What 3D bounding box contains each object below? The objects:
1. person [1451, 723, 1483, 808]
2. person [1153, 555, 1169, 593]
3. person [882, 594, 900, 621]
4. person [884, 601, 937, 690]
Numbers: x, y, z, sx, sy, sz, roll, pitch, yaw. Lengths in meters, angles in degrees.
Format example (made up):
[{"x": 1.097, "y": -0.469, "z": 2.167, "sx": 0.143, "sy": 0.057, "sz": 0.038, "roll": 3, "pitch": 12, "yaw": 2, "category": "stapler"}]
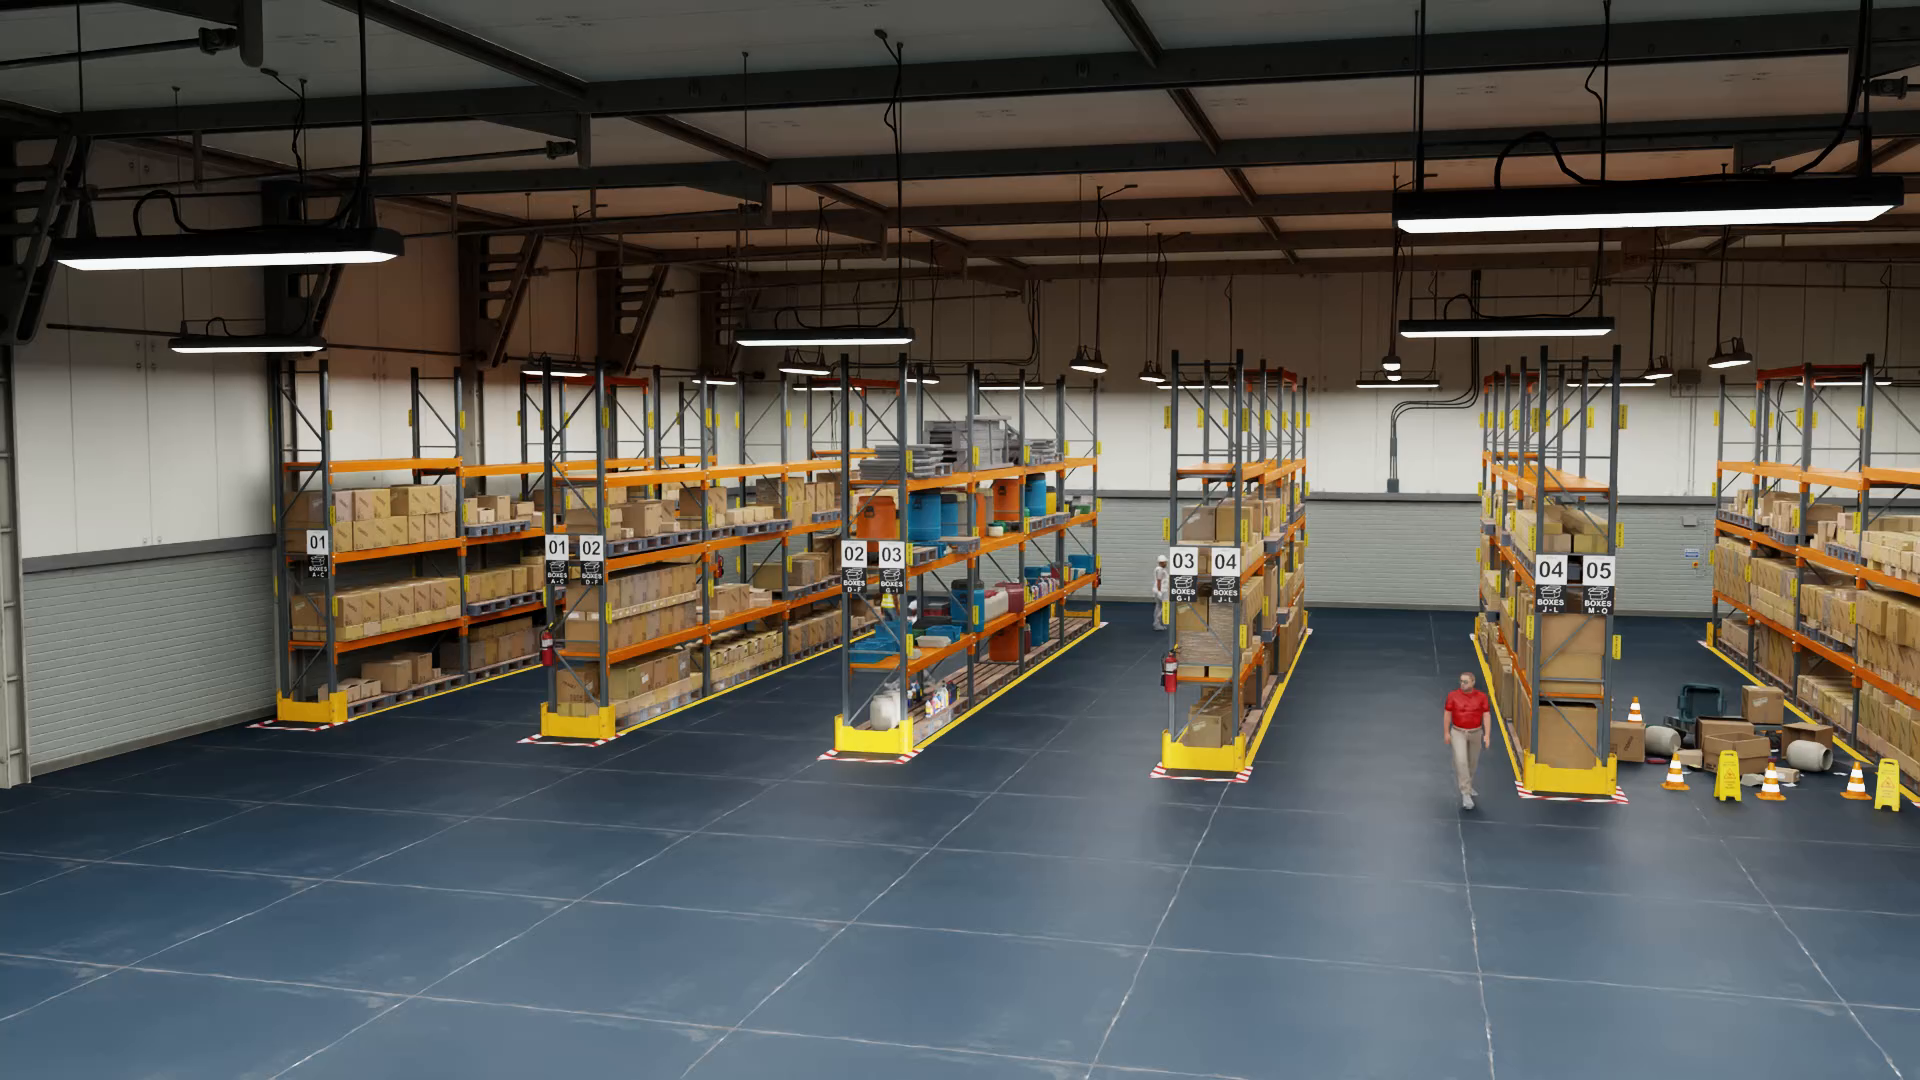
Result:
[{"x": 6.659, "y": 2.896, "z": 21.793, "sx": 0.412, "sy": 1.038, "sz": 0.923, "roll": 0, "pitch": 4, "yaw": 5, "category": "person"}, {"x": 4.806, "y": 0.899, "z": 39.725, "sx": 0.385, "sy": 1.074, "sz": 0.595, "roll": 0, "pitch": 4, "yaw": 1, "category": "person"}, {"x": -1.539, "y": 1.642, "z": 36.566, "sx": 0.473, "sy": 1.480, "sz": 0.487, "roll": -3, "pitch": 5, "yaw": -36, "category": "person"}, {"x": -0.870, "y": 1.929, "z": 30.281, "sx": 1.013, "sy": 1.686, "sz": 0.592, "roll": 3, "pitch": 5, "yaw": 38, "category": "person"}]
